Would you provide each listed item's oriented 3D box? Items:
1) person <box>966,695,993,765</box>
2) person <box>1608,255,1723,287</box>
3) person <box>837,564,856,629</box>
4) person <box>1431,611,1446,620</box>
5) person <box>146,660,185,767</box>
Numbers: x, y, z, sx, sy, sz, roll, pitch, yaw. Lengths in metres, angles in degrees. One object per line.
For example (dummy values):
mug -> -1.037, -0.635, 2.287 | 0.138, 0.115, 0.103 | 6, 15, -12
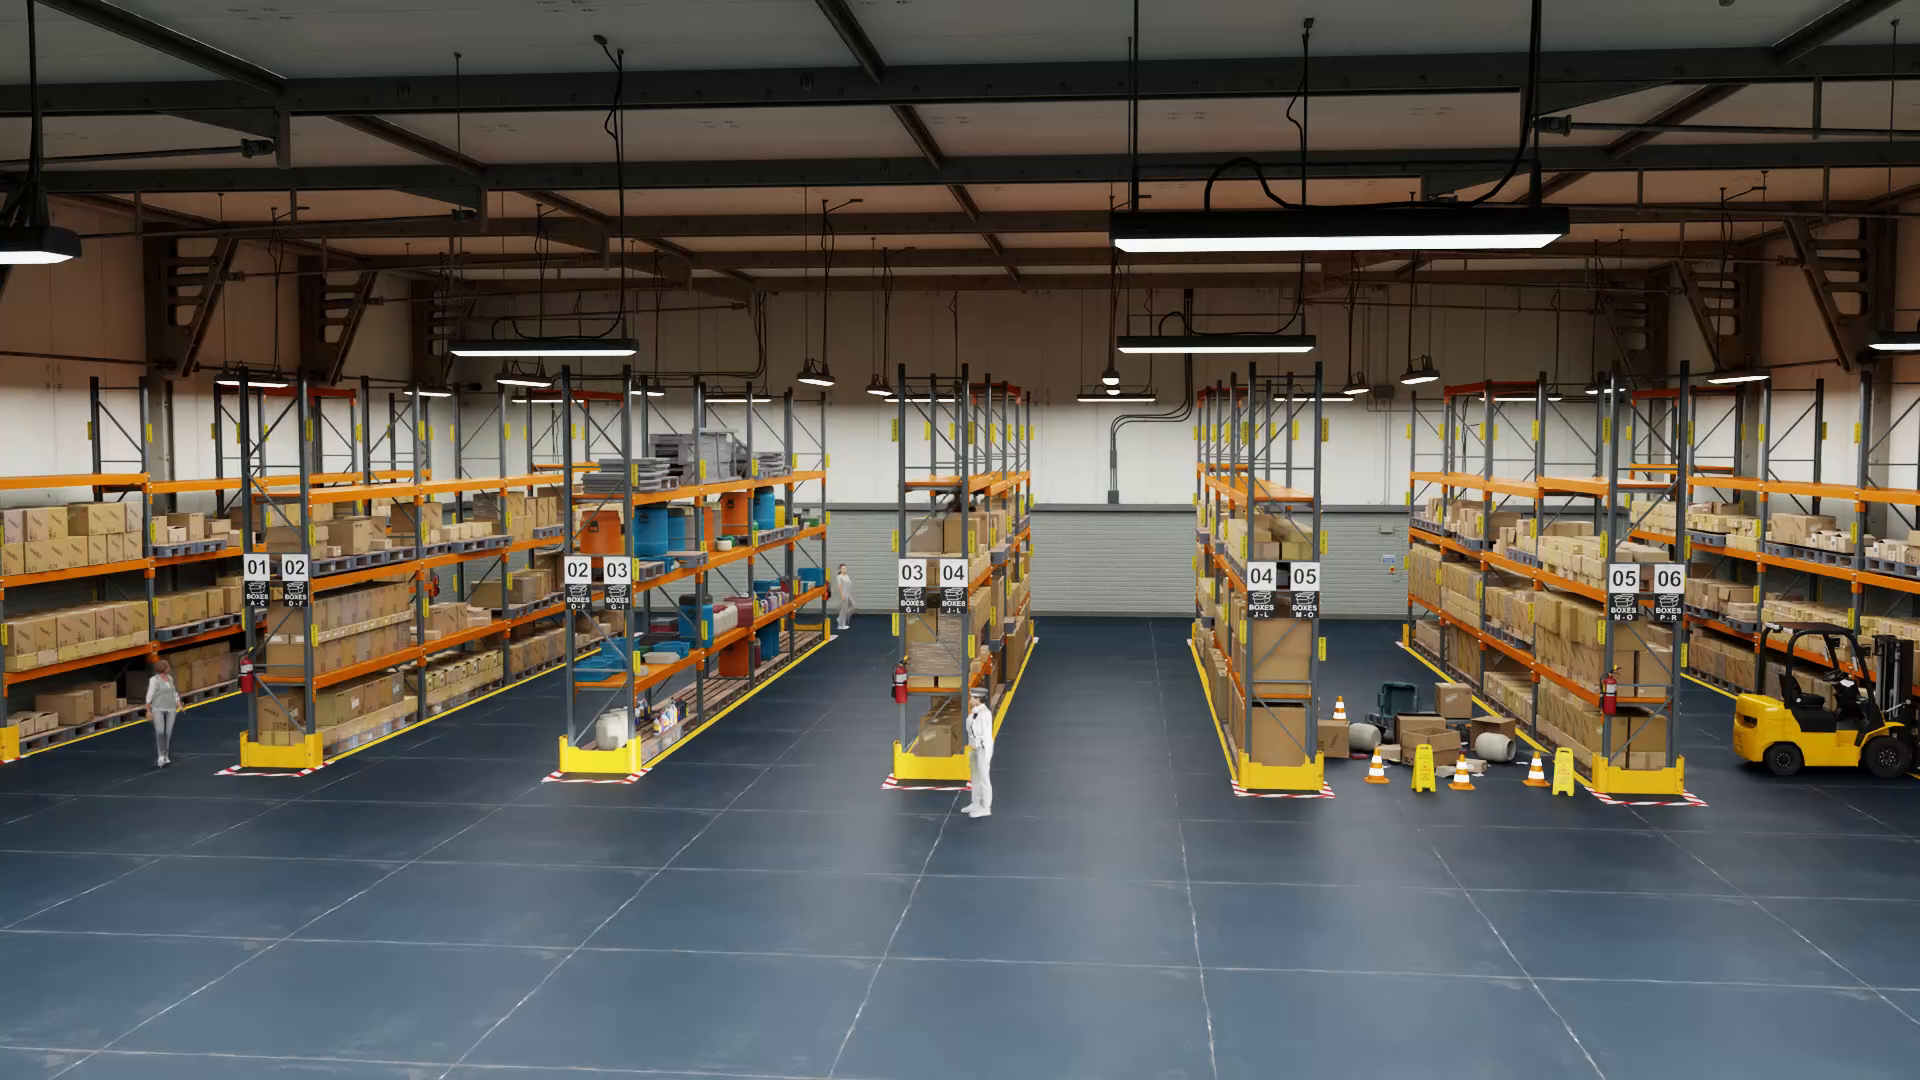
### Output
person -> 0.247, 2.427, 21.806 | 0.345, 0.983, 0.508 | -2, 4, -23
person -> 14.656, -2.051, 39.344 | 5.699, 8.939, 8.914 | 0, 4, -4
person -> -2.906, 1.437, 42.301 | 0.461, 1.656, 0.469 | 1, 4, 15
person -> 12.068, 1.530, 42.093 | 0.463, 1.501, 0.546 | -1, 4, -15
person -> -12.004, 2.593, 25.076 | 0.525, 1.606, 0.407 | -3, 5, -42
